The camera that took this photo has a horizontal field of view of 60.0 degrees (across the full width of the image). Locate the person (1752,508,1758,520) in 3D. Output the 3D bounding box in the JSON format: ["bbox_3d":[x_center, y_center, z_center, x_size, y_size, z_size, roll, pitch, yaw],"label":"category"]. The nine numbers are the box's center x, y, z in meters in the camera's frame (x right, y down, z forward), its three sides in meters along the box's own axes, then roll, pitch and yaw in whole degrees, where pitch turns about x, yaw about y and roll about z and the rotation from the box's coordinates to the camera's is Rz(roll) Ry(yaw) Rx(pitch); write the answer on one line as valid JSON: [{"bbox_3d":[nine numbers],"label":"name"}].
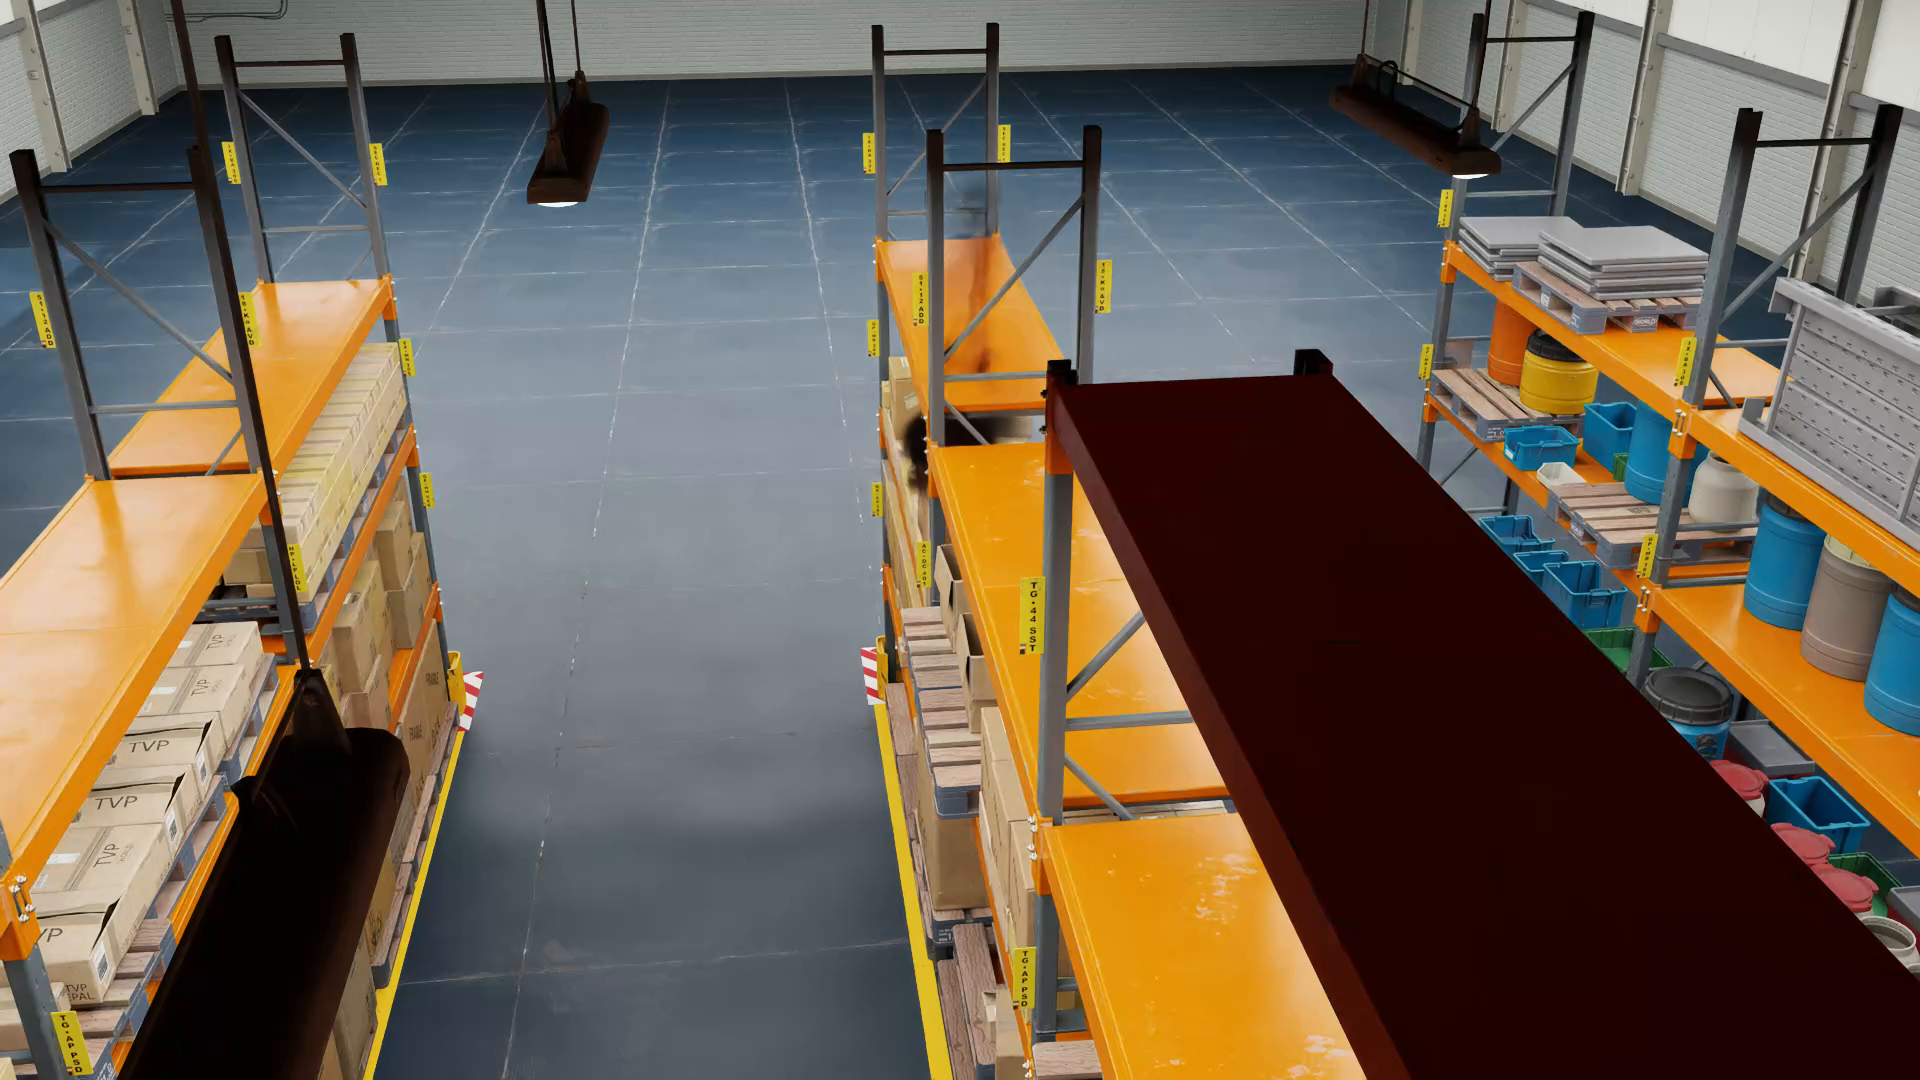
[{"bbox_3d":[8.529,-0.846,18.271,0.753,1.836,0.636,4,26,9],"label":"person"}]
